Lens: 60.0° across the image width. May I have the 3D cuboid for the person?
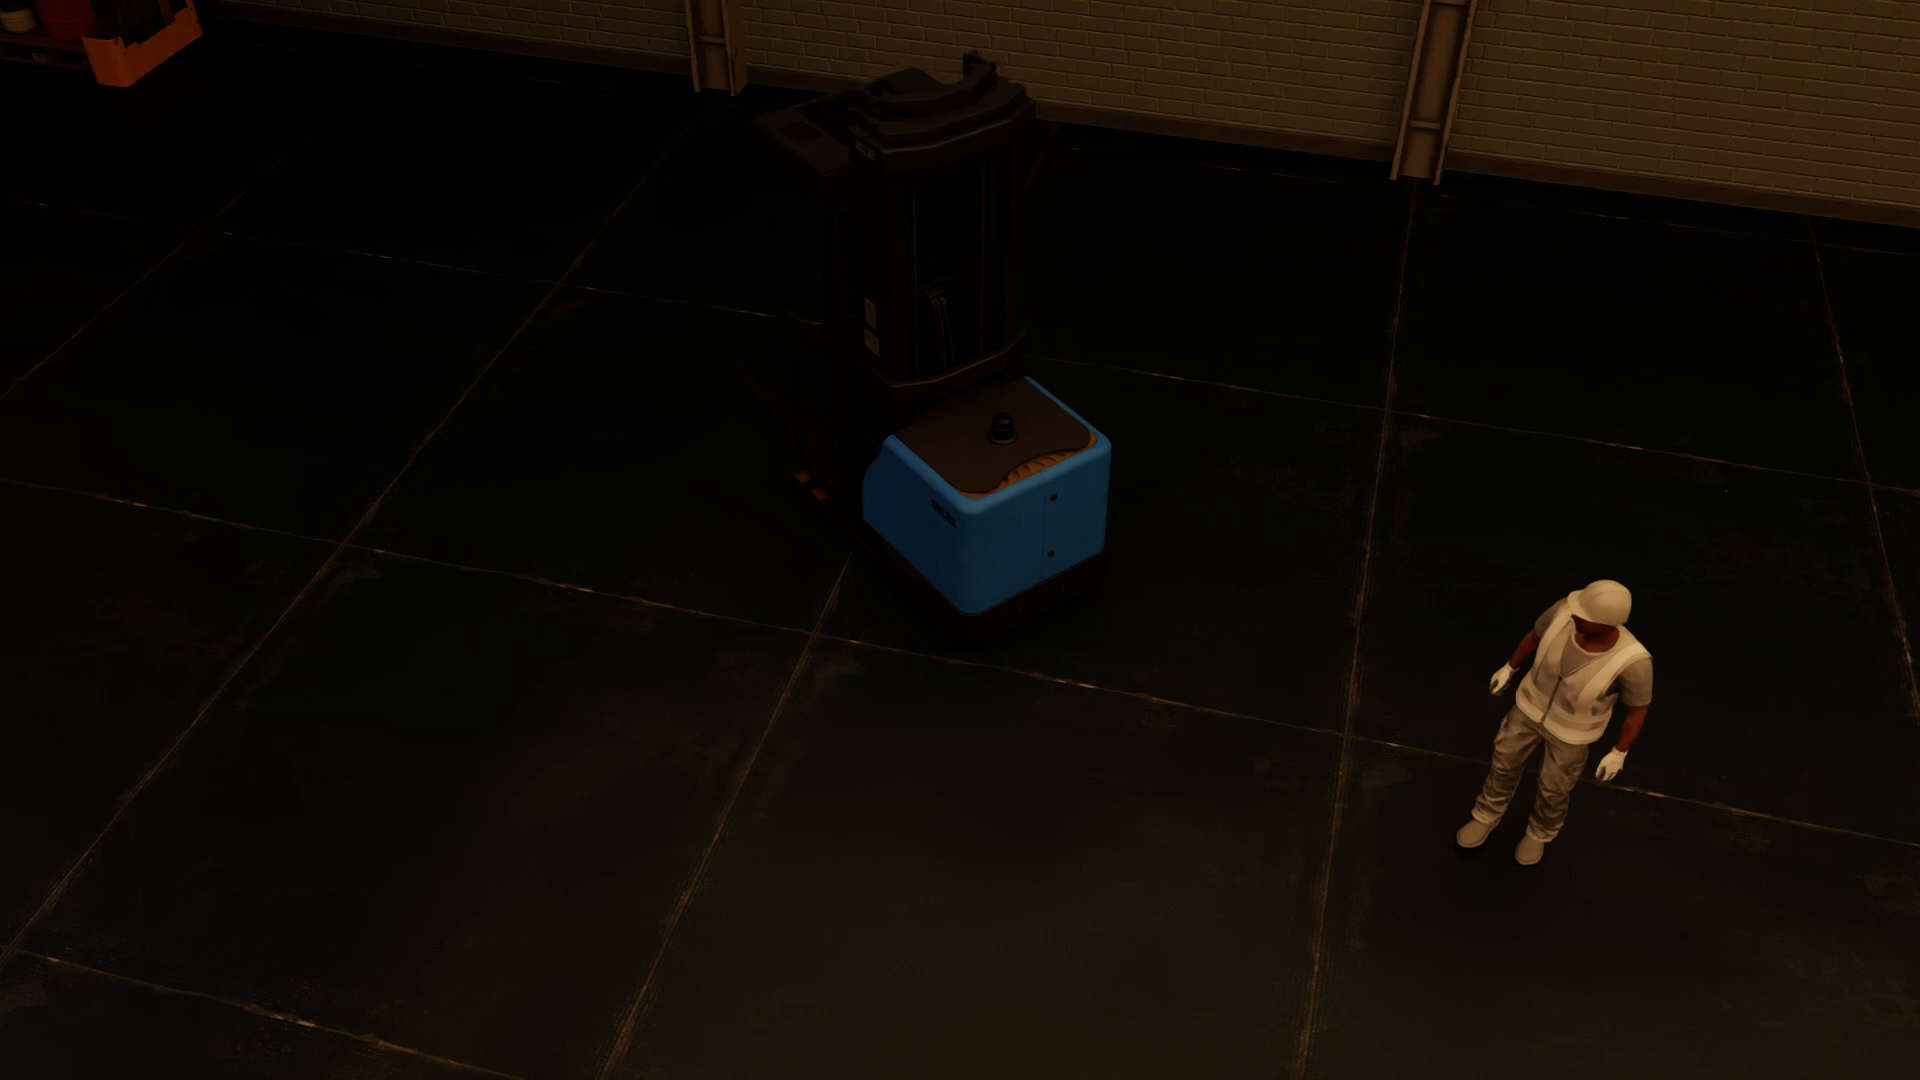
[{"bbox_3d":[2.760,0.850,7.768,0.457,1.781,0.733,-30,49,-30],"label":"person"}]

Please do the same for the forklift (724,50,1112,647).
[{"bbox_3d":[-0.421,-1.435,9.499,1.130,2.935,3.031,-25,47,-26],"label":"forklift"}]
